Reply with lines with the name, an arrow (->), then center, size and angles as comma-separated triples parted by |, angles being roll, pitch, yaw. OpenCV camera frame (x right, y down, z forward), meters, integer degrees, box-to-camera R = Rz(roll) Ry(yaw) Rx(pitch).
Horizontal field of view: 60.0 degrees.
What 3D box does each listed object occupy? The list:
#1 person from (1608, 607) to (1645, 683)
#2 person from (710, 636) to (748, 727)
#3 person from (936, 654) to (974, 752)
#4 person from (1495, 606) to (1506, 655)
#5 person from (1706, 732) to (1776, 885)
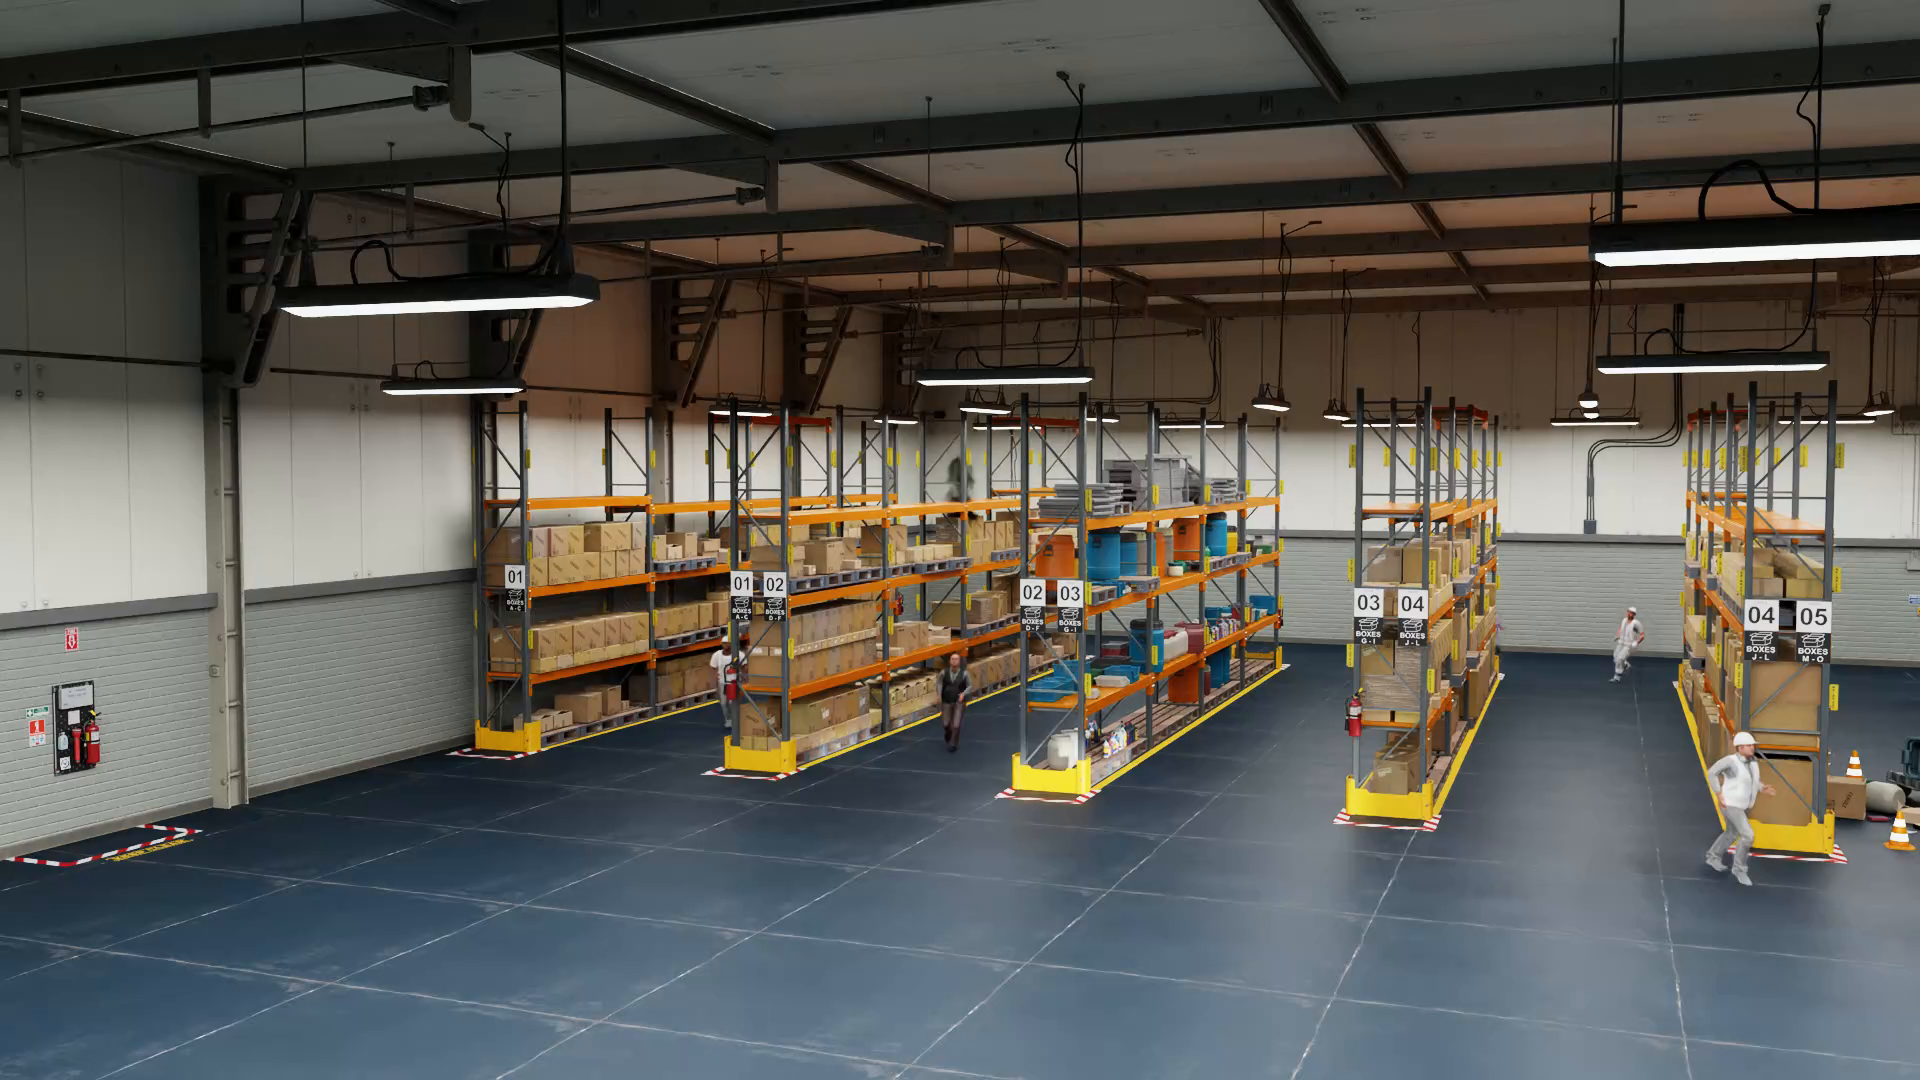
person -> 14.896, 2.341, 37.058 | 0.671, 1.714, 0.702 | -2, 3, -29
person -> -4.308, 2.635, 30.910 | 0.688, 1.714, 0.639 | 0, 3, 1
person -> -0.102, 2.788, 28.468 | 0.671, 1.675, 0.584 | 0, 3, 9
person -> 12.484, 2.321, 39.030 | 0.540, 1.608, 0.671 | -2, 3, -34
person -> 9.240, 3.180, 19.775 | 0.597, 1.823, 0.873 | -2, 3, -32
